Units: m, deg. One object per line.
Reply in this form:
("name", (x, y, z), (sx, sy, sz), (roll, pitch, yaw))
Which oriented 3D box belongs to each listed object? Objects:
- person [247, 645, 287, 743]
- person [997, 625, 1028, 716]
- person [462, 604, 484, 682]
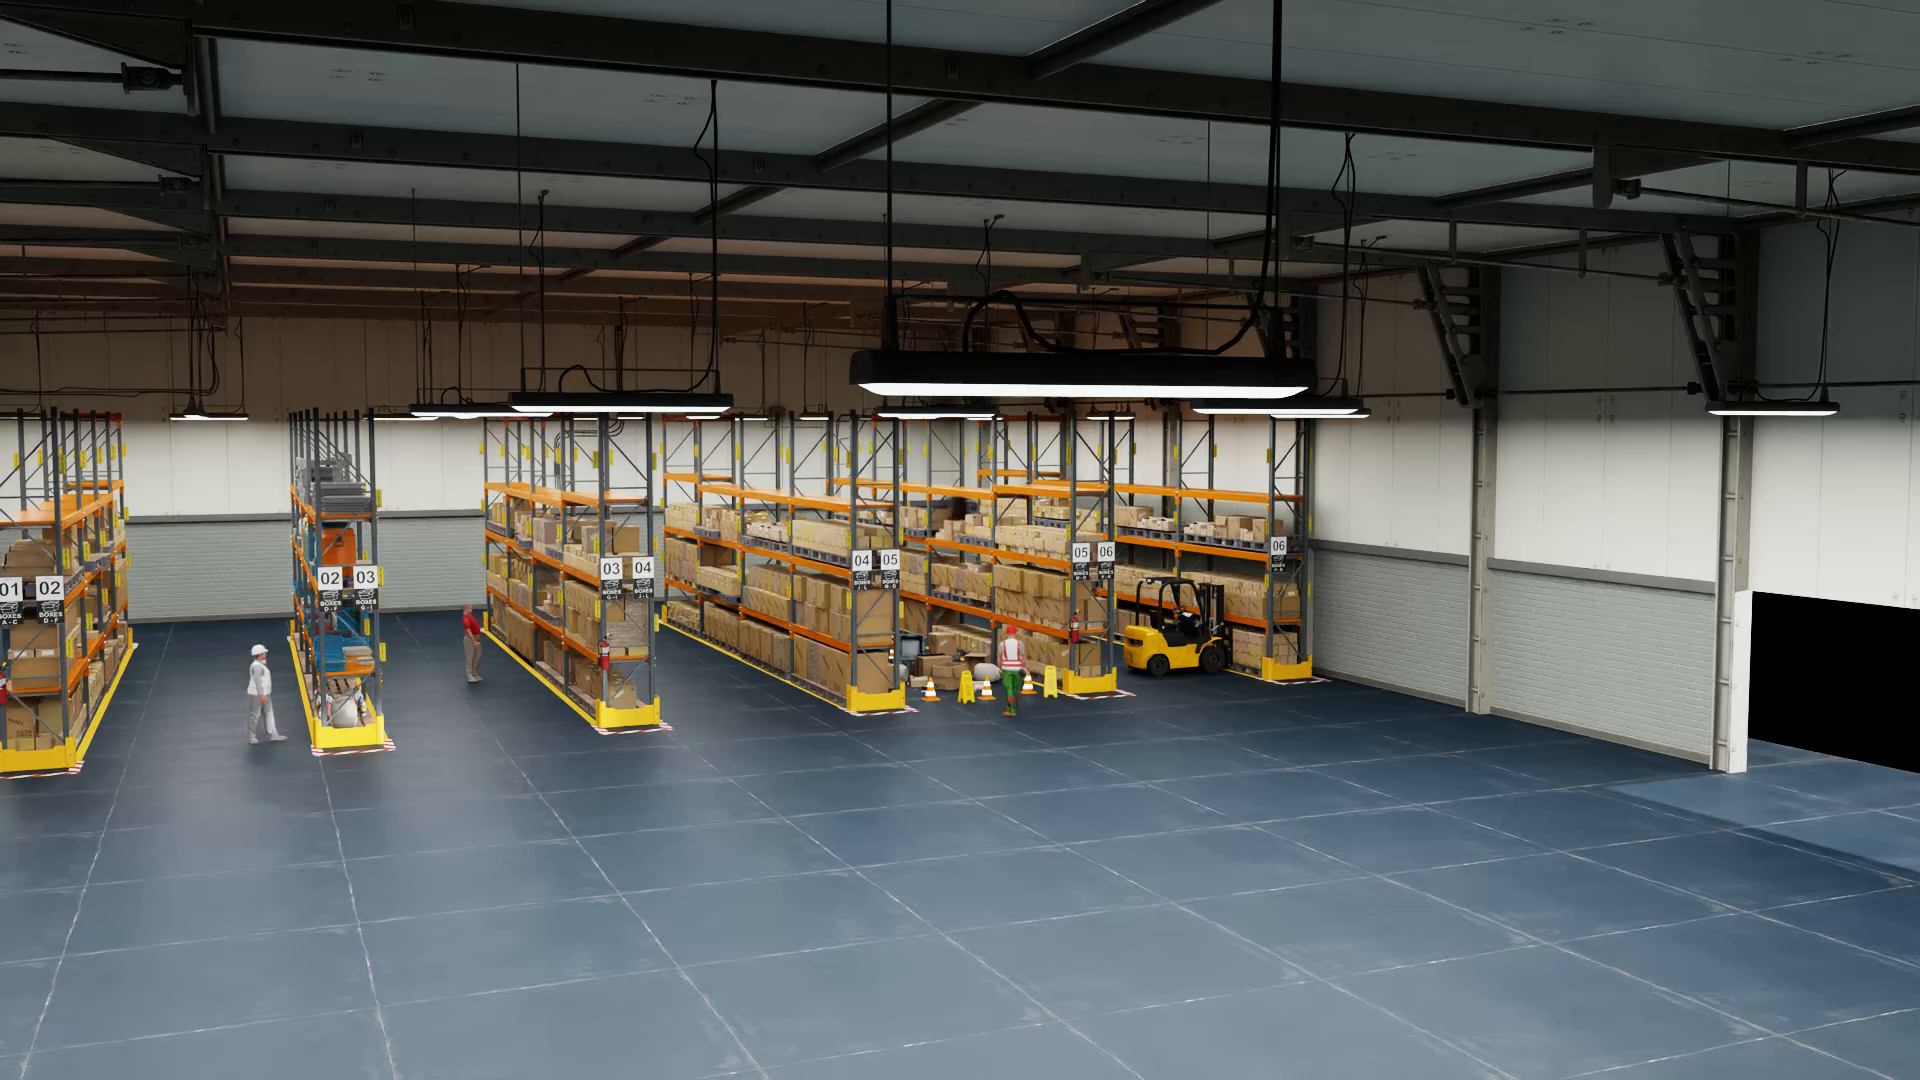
("person", (-12.486, 2.754, 29.776), (0.647, 1.763, 0.543), (0, 4, 1))
("person", (0.990, 2.538, 32.709), (0.566, 1.780, 0.666), (-1, 4, -17))
("person", (-10.818, 2.296, 36.992), (0.557, 1.774, 0.635), (1, 4, 15))
